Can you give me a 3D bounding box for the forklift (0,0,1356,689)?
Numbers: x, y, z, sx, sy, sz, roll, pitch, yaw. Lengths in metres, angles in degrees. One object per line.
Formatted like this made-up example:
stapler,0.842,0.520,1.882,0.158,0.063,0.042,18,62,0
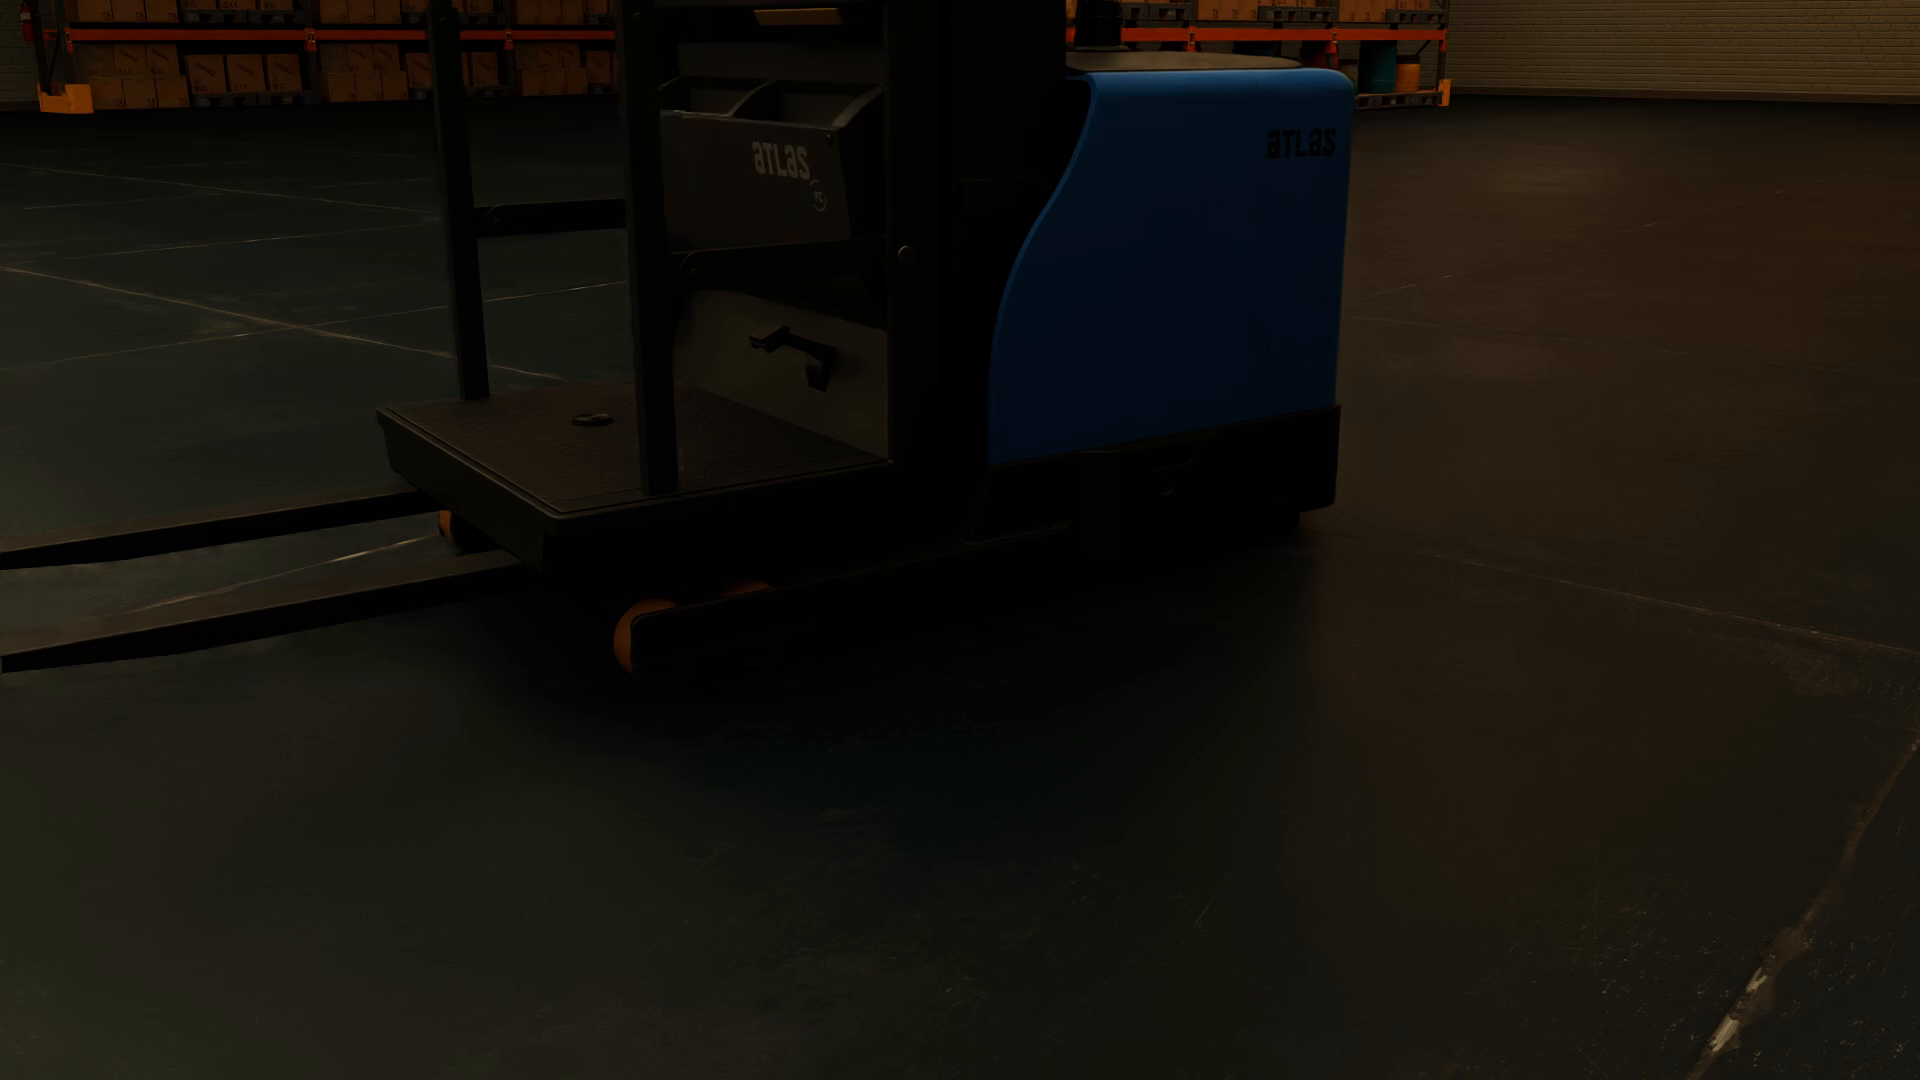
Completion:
forklift,-0.598,-1.304,3.190,3.031,2.935,1.130,-11,20,-33
